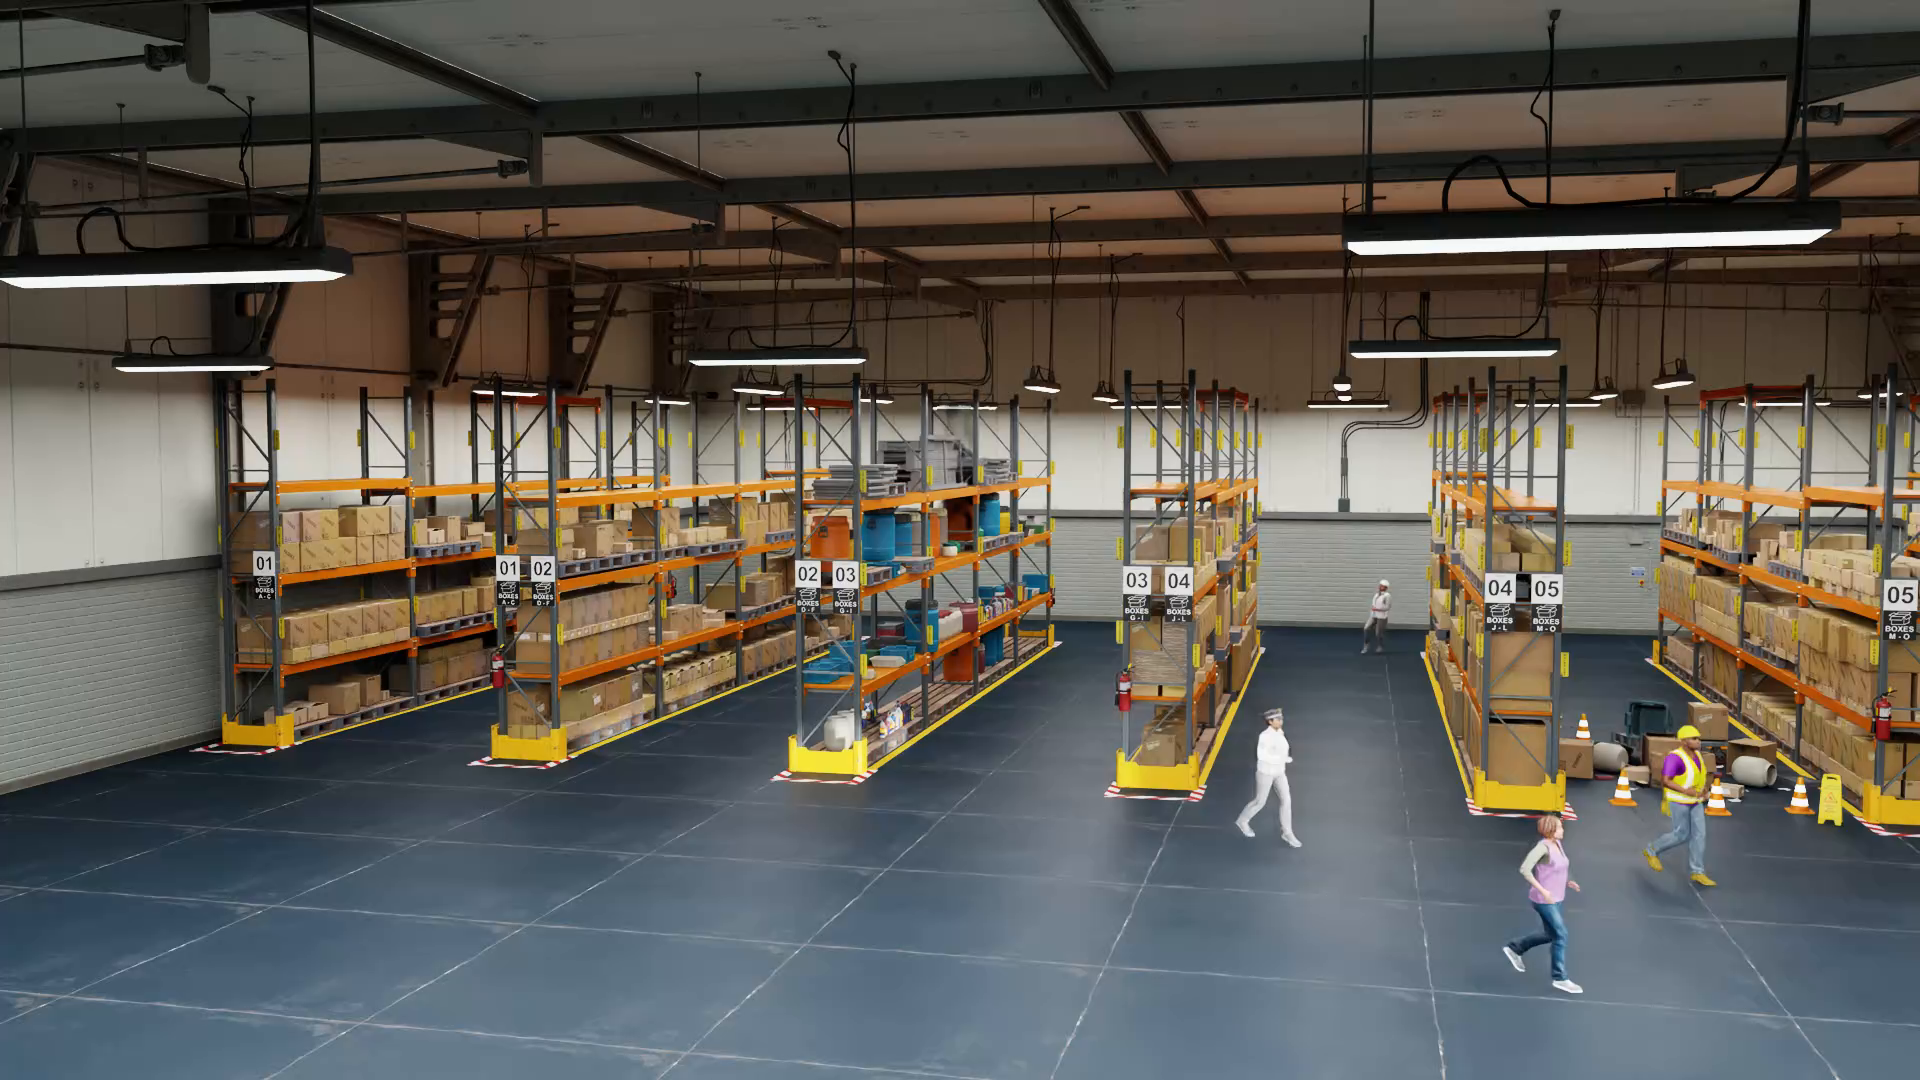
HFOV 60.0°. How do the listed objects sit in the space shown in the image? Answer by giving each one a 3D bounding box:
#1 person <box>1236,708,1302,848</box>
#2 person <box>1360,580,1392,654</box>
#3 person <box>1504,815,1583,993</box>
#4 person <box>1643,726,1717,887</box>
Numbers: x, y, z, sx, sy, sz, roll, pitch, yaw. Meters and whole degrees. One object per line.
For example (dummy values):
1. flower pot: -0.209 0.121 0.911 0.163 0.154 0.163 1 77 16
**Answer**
1. person: 3.825 2.910 20.628 0.546 1.707 0.896 -3 5 -41
2. person: 9.778 1.795 38.752 0.737 1.752 0.643 -2 4 -33
3. person: 5.332 3.293 15.210 0.750 1.586 0.558 3 4 38
4. person: 8.230 2.987 18.924 0.727 1.776 0.840 -2 4 -32
